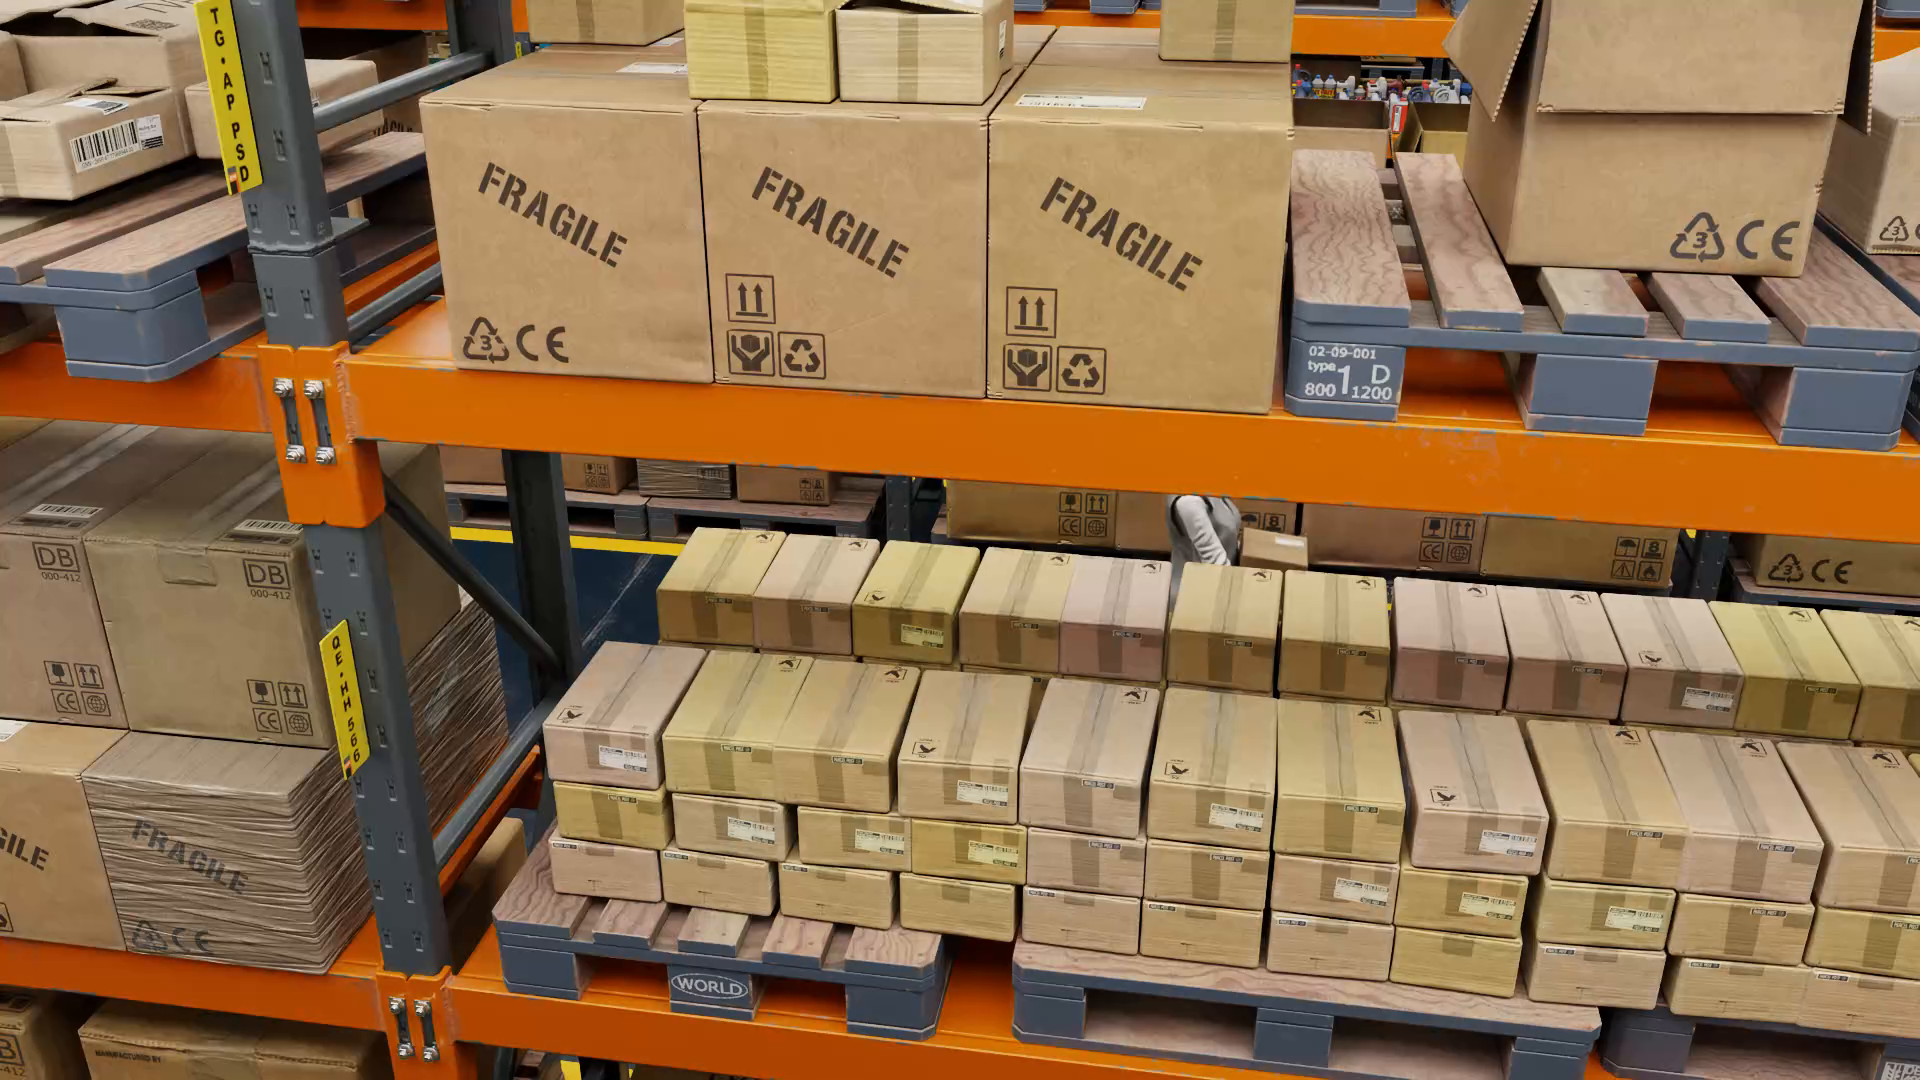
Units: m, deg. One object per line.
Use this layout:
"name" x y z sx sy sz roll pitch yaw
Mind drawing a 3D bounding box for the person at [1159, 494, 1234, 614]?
"person" 0.943 0.264 6.555 0.340 1.599 0.448 3 26 7
